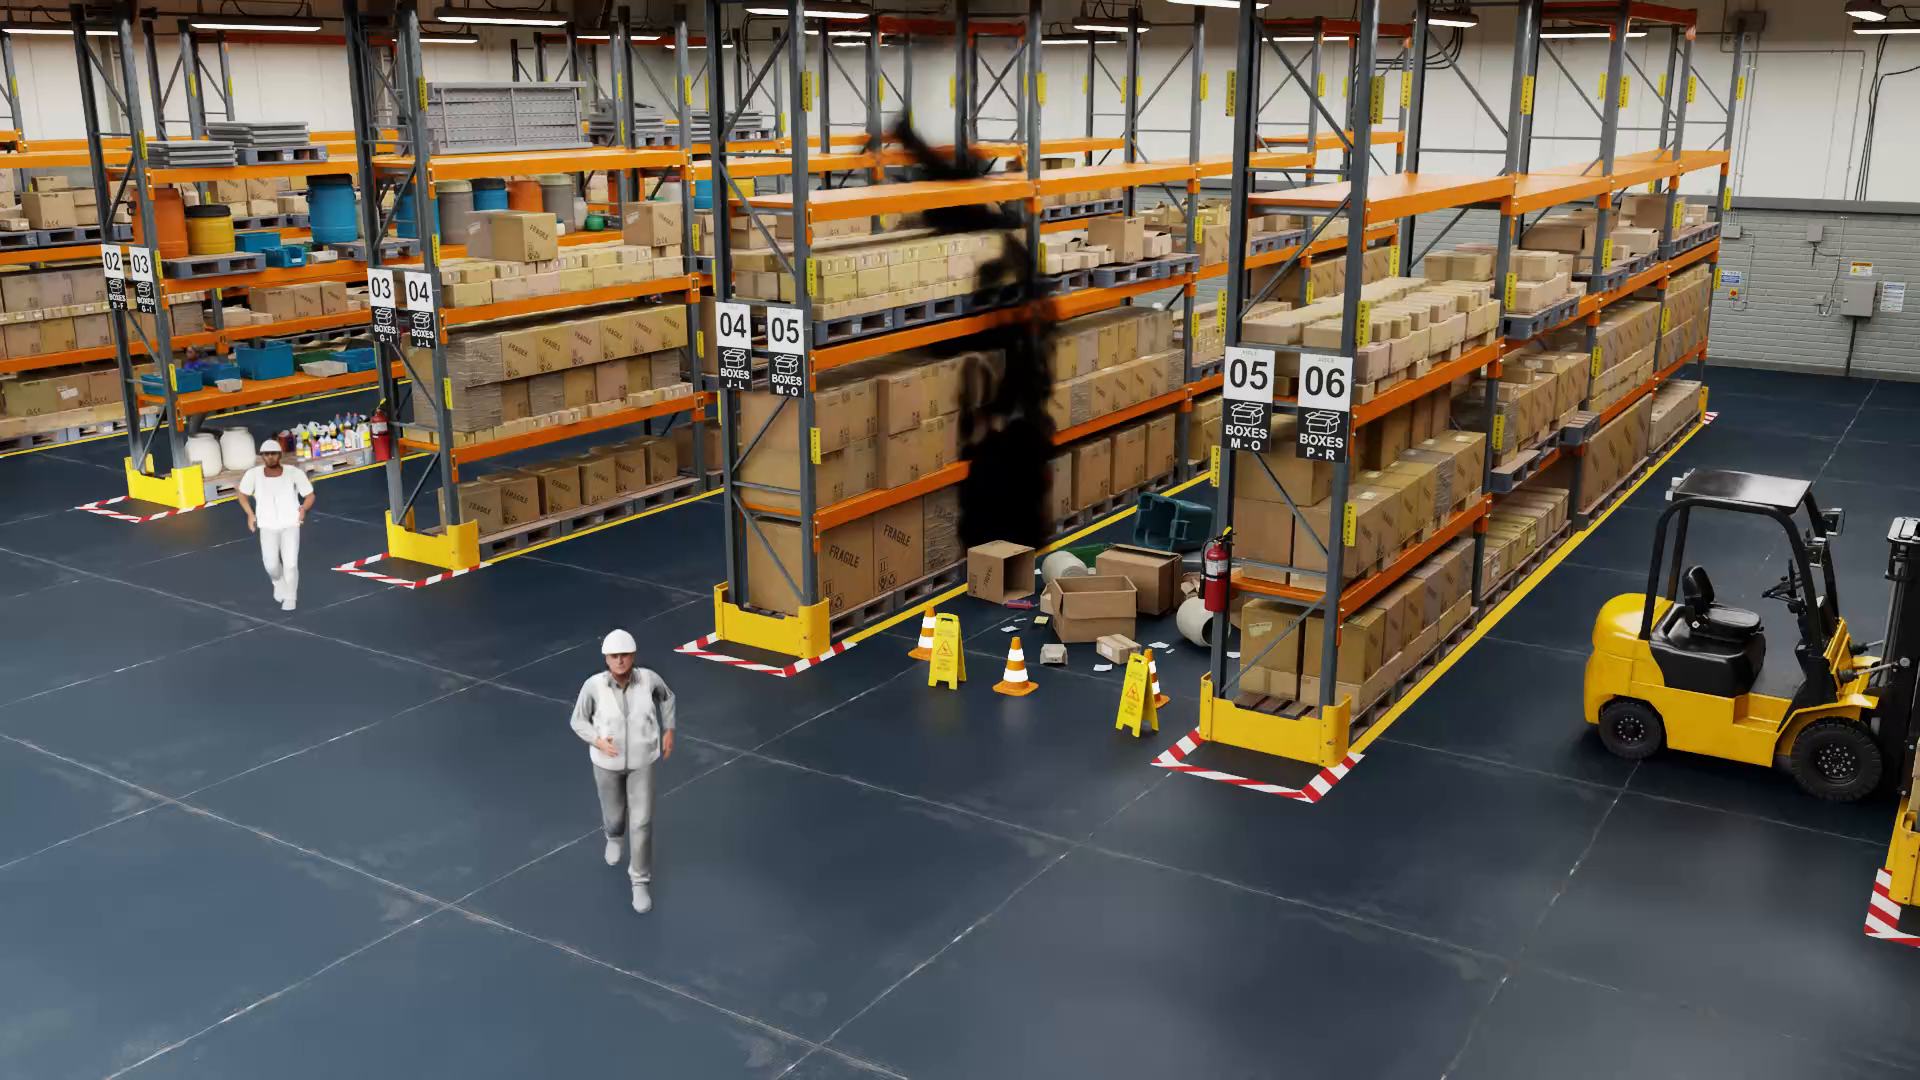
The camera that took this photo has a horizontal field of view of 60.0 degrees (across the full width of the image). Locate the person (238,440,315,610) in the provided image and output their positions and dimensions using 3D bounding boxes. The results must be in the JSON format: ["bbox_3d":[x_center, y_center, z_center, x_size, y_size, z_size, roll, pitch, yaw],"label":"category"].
[{"bbox_3d":[-6.774,-0.144,16.536,0.722,1.726,0.581,-5,16,-17],"label":"person"}]

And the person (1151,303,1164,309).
[{"bbox_3d":[3.116,-2.811,25.987,0.665,1.797,0.926,13,20,38],"label":"person"}]

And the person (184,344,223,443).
[{"bbox_3d":[-10.538,-1.914,23.065,0.593,1.618,0.727,6,17,22],"label":"person"}]

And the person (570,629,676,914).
[{"bbox_3d":[-2.164,1.425,10.795,0.679,1.793,0.849,-4,16,-13],"label":"person"}]
